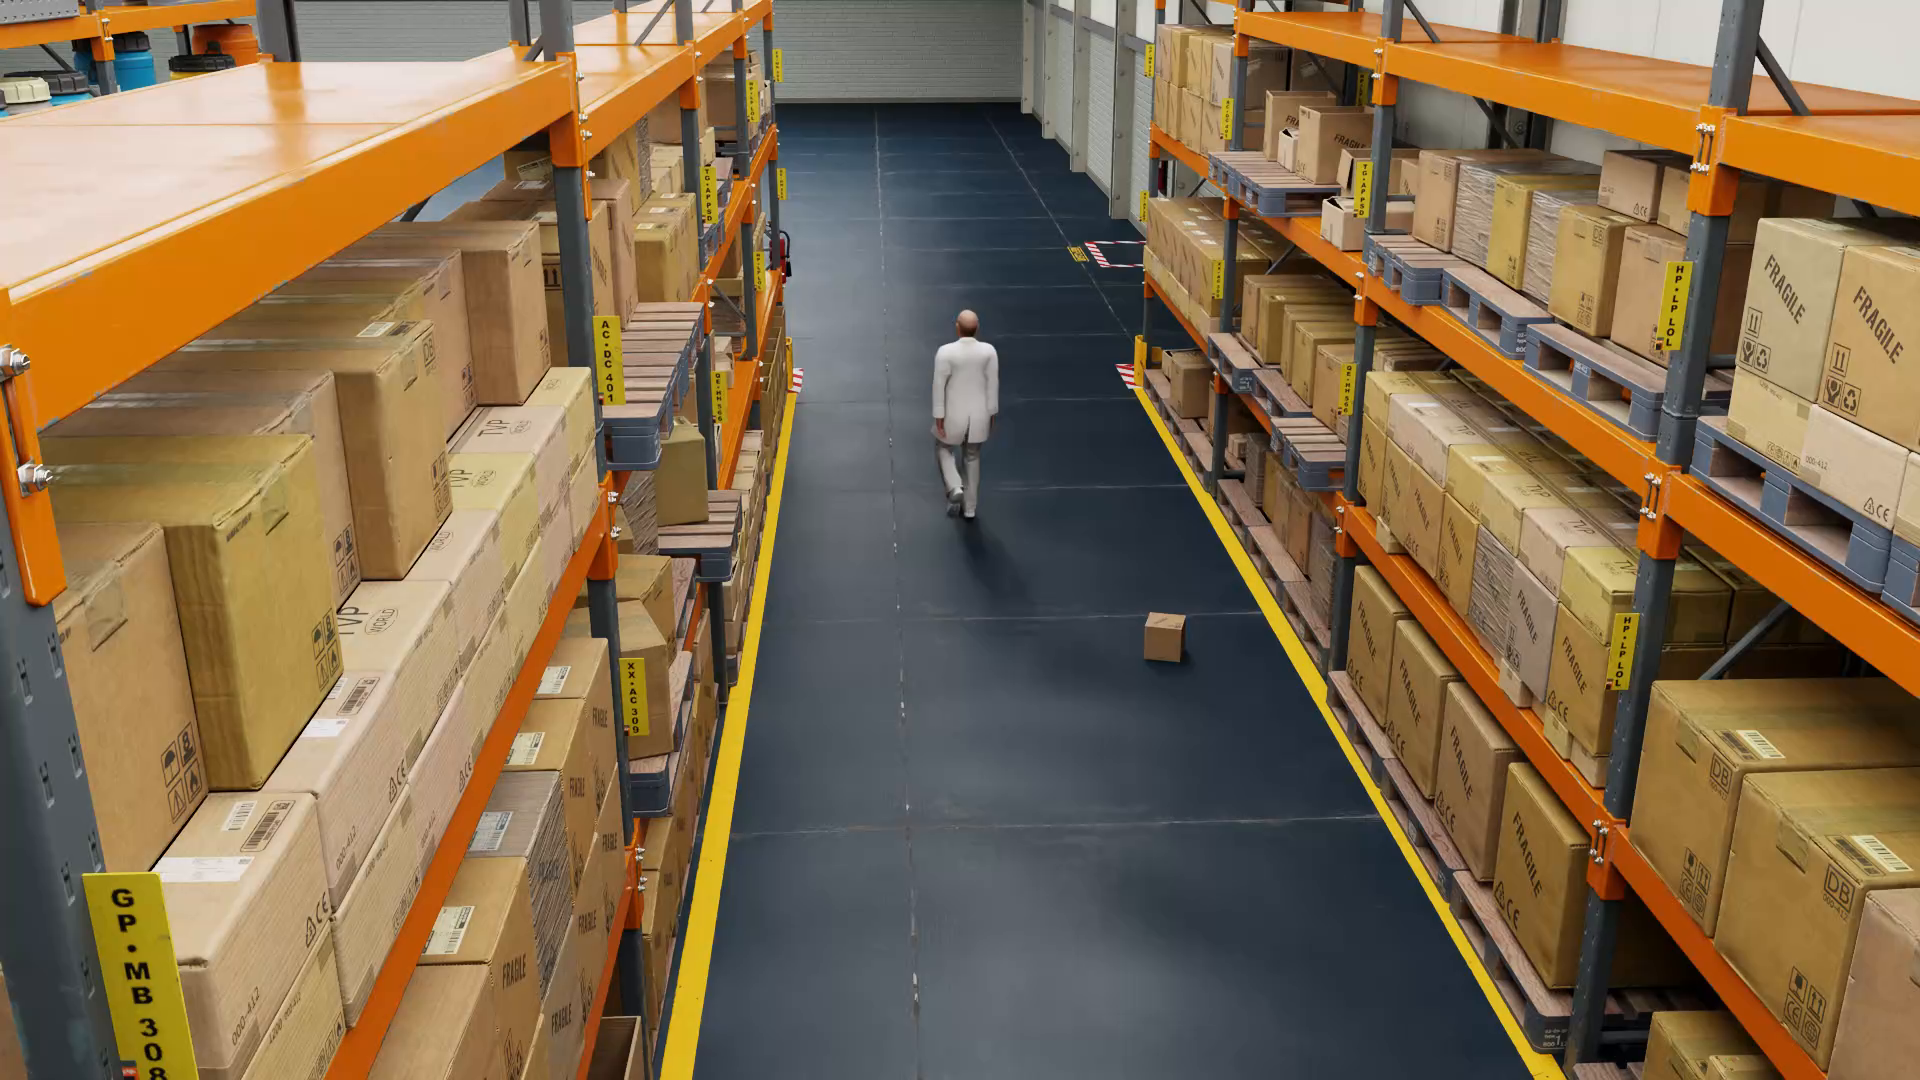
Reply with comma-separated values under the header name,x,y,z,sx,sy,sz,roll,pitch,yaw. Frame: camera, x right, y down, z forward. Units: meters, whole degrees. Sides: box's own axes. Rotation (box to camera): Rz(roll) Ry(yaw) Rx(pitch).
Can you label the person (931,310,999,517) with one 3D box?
name,x,y,z,sx,sy,sz,roll,pitch,yaw
person,0.040,-1.052,13.903,0.582,1.776,0.531,-4,20,-10
